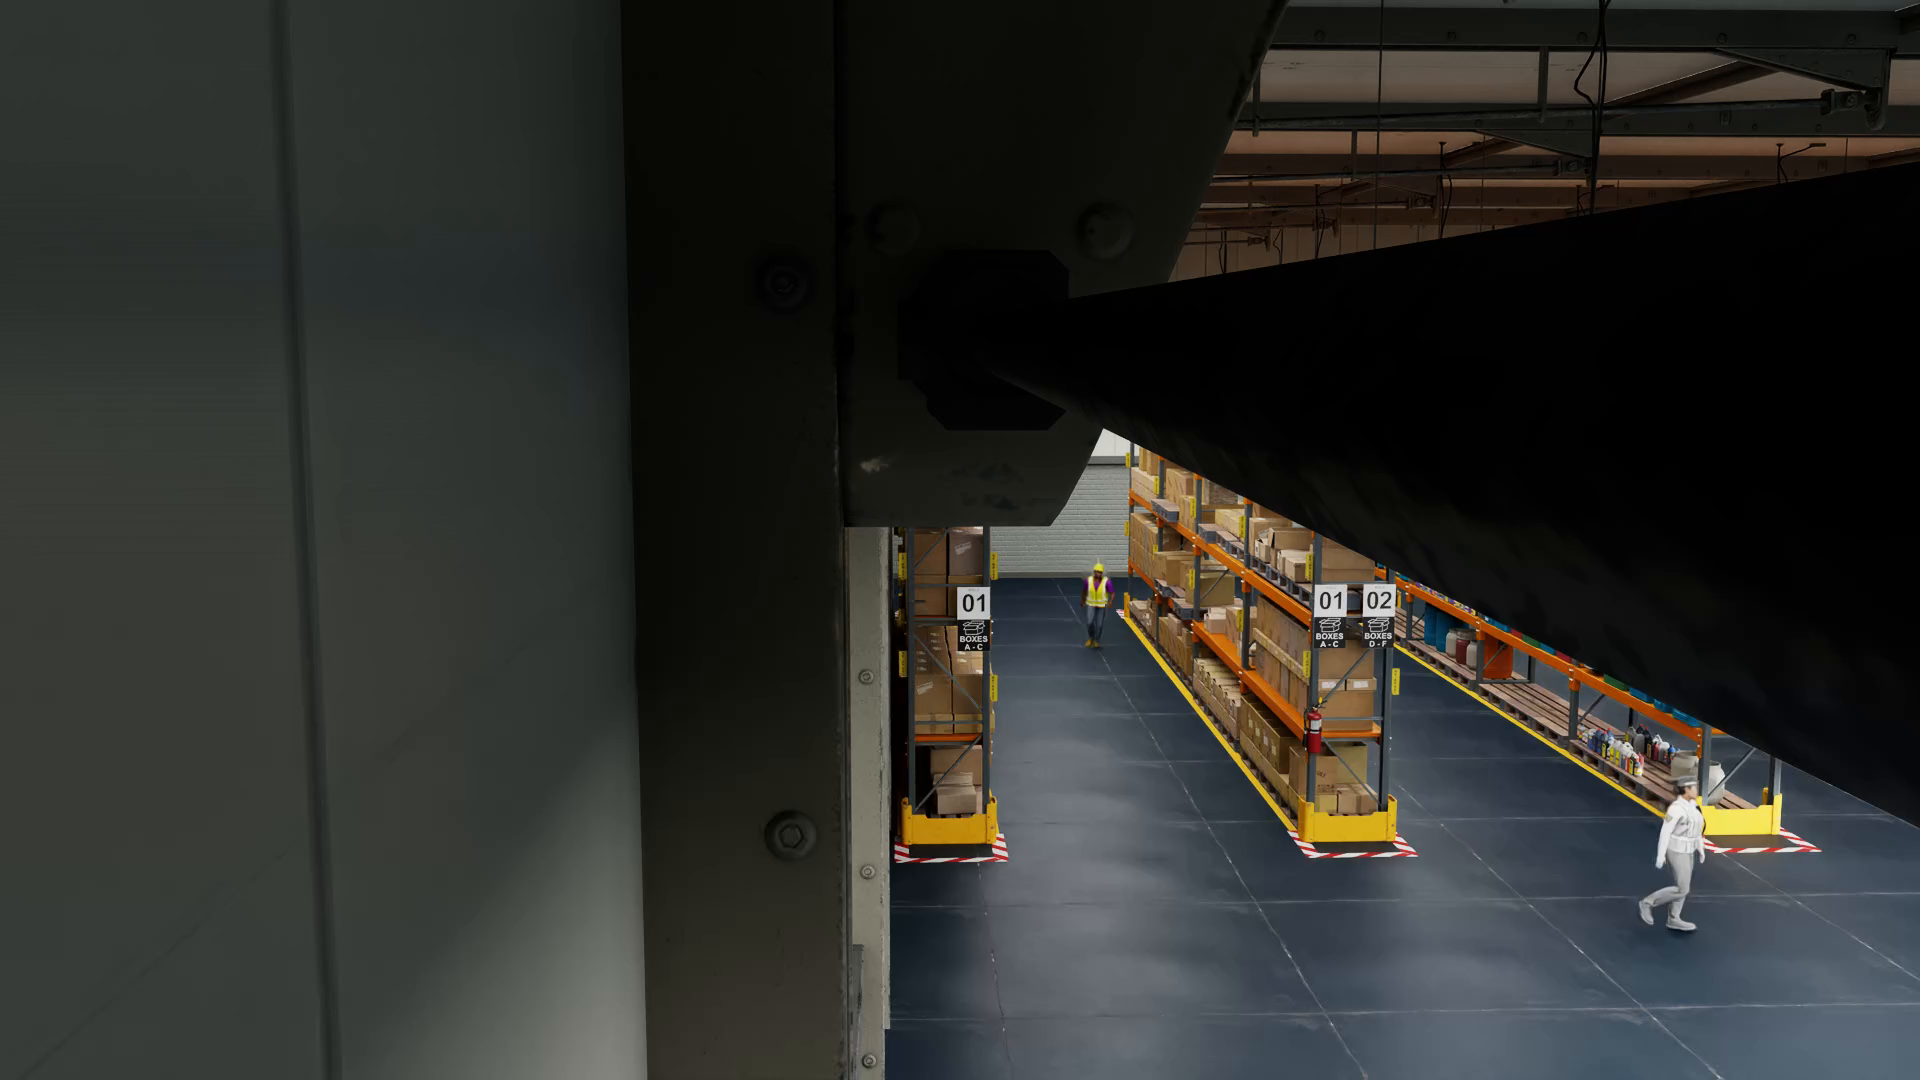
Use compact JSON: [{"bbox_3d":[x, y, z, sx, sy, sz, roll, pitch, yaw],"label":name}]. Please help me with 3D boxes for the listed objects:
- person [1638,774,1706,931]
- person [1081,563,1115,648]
[{"bbox_3d":[7.492,3.267,17.468,0.559,1.668,0.613,6,9,39],"label":"person"},{"bbox_3d":[2.693,1.299,32.569,0.683,1.713,0.803,1,7,6],"label":"person"}]
